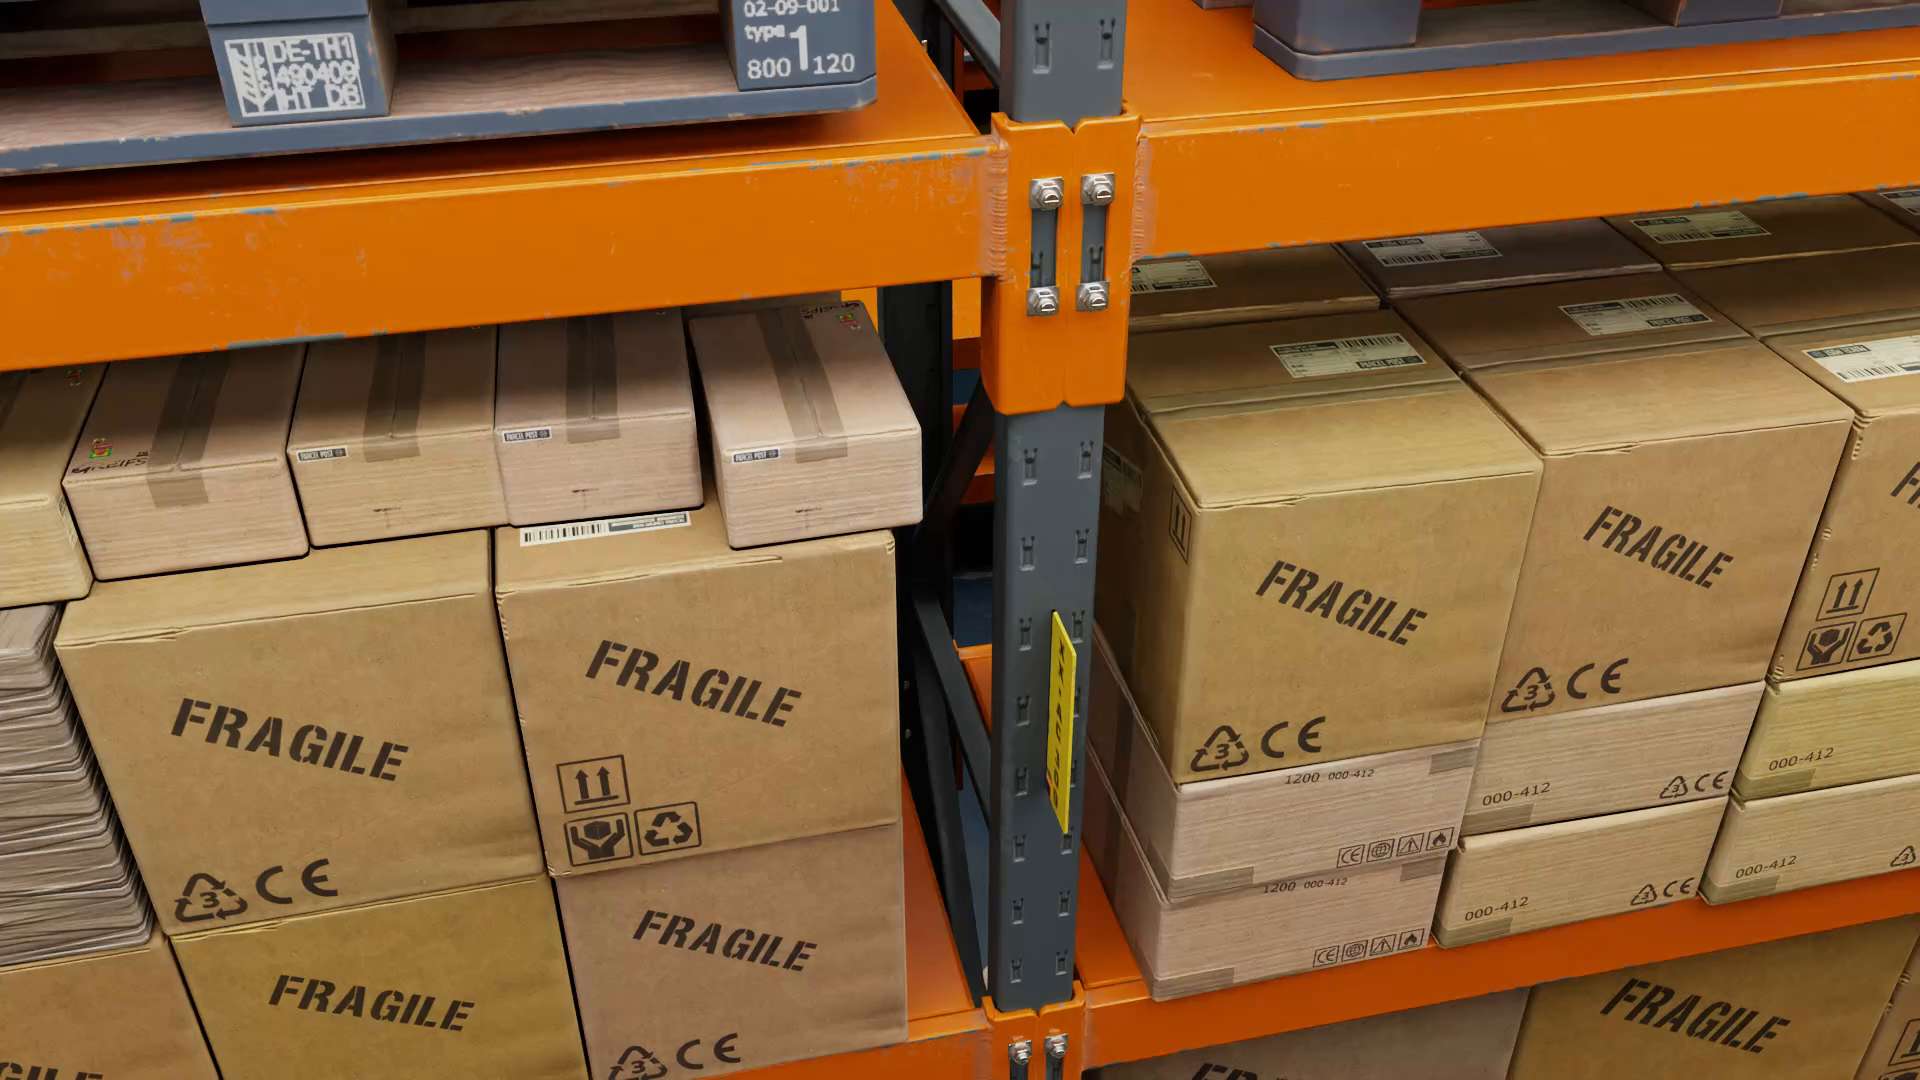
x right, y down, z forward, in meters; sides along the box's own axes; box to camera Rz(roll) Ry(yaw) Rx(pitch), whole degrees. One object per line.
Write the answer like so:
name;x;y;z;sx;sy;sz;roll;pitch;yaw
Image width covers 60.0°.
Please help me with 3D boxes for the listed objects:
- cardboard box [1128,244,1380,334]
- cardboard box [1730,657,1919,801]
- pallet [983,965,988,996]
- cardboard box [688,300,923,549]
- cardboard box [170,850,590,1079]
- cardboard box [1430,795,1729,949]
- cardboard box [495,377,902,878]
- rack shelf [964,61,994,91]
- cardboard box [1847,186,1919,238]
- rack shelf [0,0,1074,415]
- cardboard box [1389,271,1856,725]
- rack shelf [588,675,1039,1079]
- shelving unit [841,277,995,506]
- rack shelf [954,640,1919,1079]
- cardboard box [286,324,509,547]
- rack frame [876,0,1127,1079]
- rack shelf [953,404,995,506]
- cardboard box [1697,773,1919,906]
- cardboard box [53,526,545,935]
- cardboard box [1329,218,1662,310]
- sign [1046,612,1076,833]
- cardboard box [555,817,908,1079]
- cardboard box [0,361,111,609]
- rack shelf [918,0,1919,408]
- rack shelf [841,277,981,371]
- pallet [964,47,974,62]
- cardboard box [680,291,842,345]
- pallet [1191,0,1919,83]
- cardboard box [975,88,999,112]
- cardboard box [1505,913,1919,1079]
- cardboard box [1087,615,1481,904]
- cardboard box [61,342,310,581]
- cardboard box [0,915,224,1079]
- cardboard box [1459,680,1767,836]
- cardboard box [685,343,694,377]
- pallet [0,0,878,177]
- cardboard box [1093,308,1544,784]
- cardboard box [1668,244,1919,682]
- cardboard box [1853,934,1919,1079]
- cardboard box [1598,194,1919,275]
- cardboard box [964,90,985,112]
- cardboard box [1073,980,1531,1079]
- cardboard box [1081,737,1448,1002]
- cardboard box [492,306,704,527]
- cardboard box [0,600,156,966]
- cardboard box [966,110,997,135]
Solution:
cardboard box;0.397;-0.298;3.016;0.500;0.500;0.500;-6;34;-9
cardboard box;1.508;0.177;2.981;0.500;0.250;0.500;-7;34;-10
pallet;0.752;1.372;4.016;1.213;0.211;1.003;-7;35;-11
cardboard box;-0.214;-0.165;2.235;0.250;0.149;0.380;-8;35;-12
cardboard box;-0.880;0.570;2.618;0.500;0.500;0.500;-8;35;-12
cardboard box;1.008;0.437;3.041;0.500;0.250;0.500;-8;35;-12
cardboard box;-0.383;0.101;2.420;0.500;0.500;0.500;-7;35;-11
rack shelf;0.868;-2.295;7.623;4.000;0.370;1.077;-7;35;-11
cardboard box;1.900;-0.489;3.300;0.500;0.500;0.500;-7;34;-10
rack shelf;-1.934;-0.351;2.035;4.000;0.370;1.077;-7;35;-11
cardboard box;0.999;-0.082;2.694;0.500;0.500;0.500;-7;35;-11
rack shelf;-1.934;0.894;2.871;4.000;0.370;1.077;-7;35;-11
shelving unit;-0.007;-0.466;5.935;1.048;1.125;0.538;-7;35;-11
rack shelf;1.967;0.403;3.604;4.000;0.370;1.077;-7;35;-11
cardboard box;-0.740;-0.167;2.237;0.250;0.149;0.380;-7;35;-10
rack frame;0.016;0.350;3.037;0.127;3.000;1.000;-7;35;-11
rack shelf;-0.007;-0.263;6.072;1.000;0.278;0.538;-7;35;-11
cardboard box;1.511;0.383;3.122;0.500;0.250;0.500;-7;35;-11
cardboard box;-0.880;0.159;2.334;0.500;0.500;0.500;-8;35;-11
cardboard box;0.900;-0.366;3.116;0.500;0.500;0.500;-7;34;-10
sign;0.140;0.259;2.324;0.005;0.325;0.100;-7;35;-11
cardboard box;-0.380;0.504;2.717;0.500;0.500;0.500;-7;34;-10
cardboard box;-1.219;-0.075;2.101;0.250;0.149;0.380;-7;35;-11
rack shelf;1.967;-0.843;2.768;4.000;0.370;1.077;-7;35;-11
rack shelf;-0.007;-0.709;5.772;1.000;0.278;0.538;-7;35;-11
pallet;-0.279;-2.307;7.168;1.213;0.211;1.003;-7;35;-11
cardboard box;-0.349;-0.479;2.702;0.250;0.149;0.380;-8;35;-11
pallet;0.900;-0.956;2.462;1.217;0.209;0.805;-9;35;-12
cardboard box;0.228;-2.075;7.935;0.250;0.149;0.380;-6;34;-9
cardboard box;1.483;0.823;3.862;0.875;0.875;0.875;-6;34;-9
cardboard box;0.508;0.304;2.792;0.500;0.250;0.500;-8;35;-12
cardboard box;-0.983;-0.126;2.176;0.250;0.149;0.380;-7;35;-11
cardboard box;-1.367;0.640;2.514;0.500;0.500;0.500;-8;35;-11
cardboard box;1.010;0.224;2.910;0.500;0.250;0.500;-7;34;-10
cardboard box;-0.502;-0.180;2.839;0.500;0.500;0.500;-7;34;-10
pallet;-0.784;-0.764;2.084;1.213;0.211;1.003;-7;35;-11
cardboard box;0.509;-0.005;2.578;0.500;0.500;0.500;-7;34;-10
cardboard box;1.489;-0.143;2.784;0.500;0.500;0.500;-8;35;-12
cardboard box;2.355;0.713;4.025;0.875;0.875;0.875;-7;34;-10
cardboard box;1.399;-0.418;3.193;0.500;0.500;0.500;-6;34;-9
cardboard box;-0.052;-2.071;7.928;0.250;0.149;0.380;-9;35;-13
cardboard box;0.603;0.938;3.690;0.875;0.875;0.875;-6;34;-9
cardboard box;0.504;0.501;2.945;0.500;0.250;0.500;-8;35;-12
cardboard box;-0.495;-0.192;2.275;0.250;0.149;0.380;-6;34;-9
cardboard box;-1.374;0.227;2.233;0.500;0.500;0.500;-7;34;-10
cardboard box;0.091;-1.808;7.536;0.250;0.149;0.380;-8;35;-11
